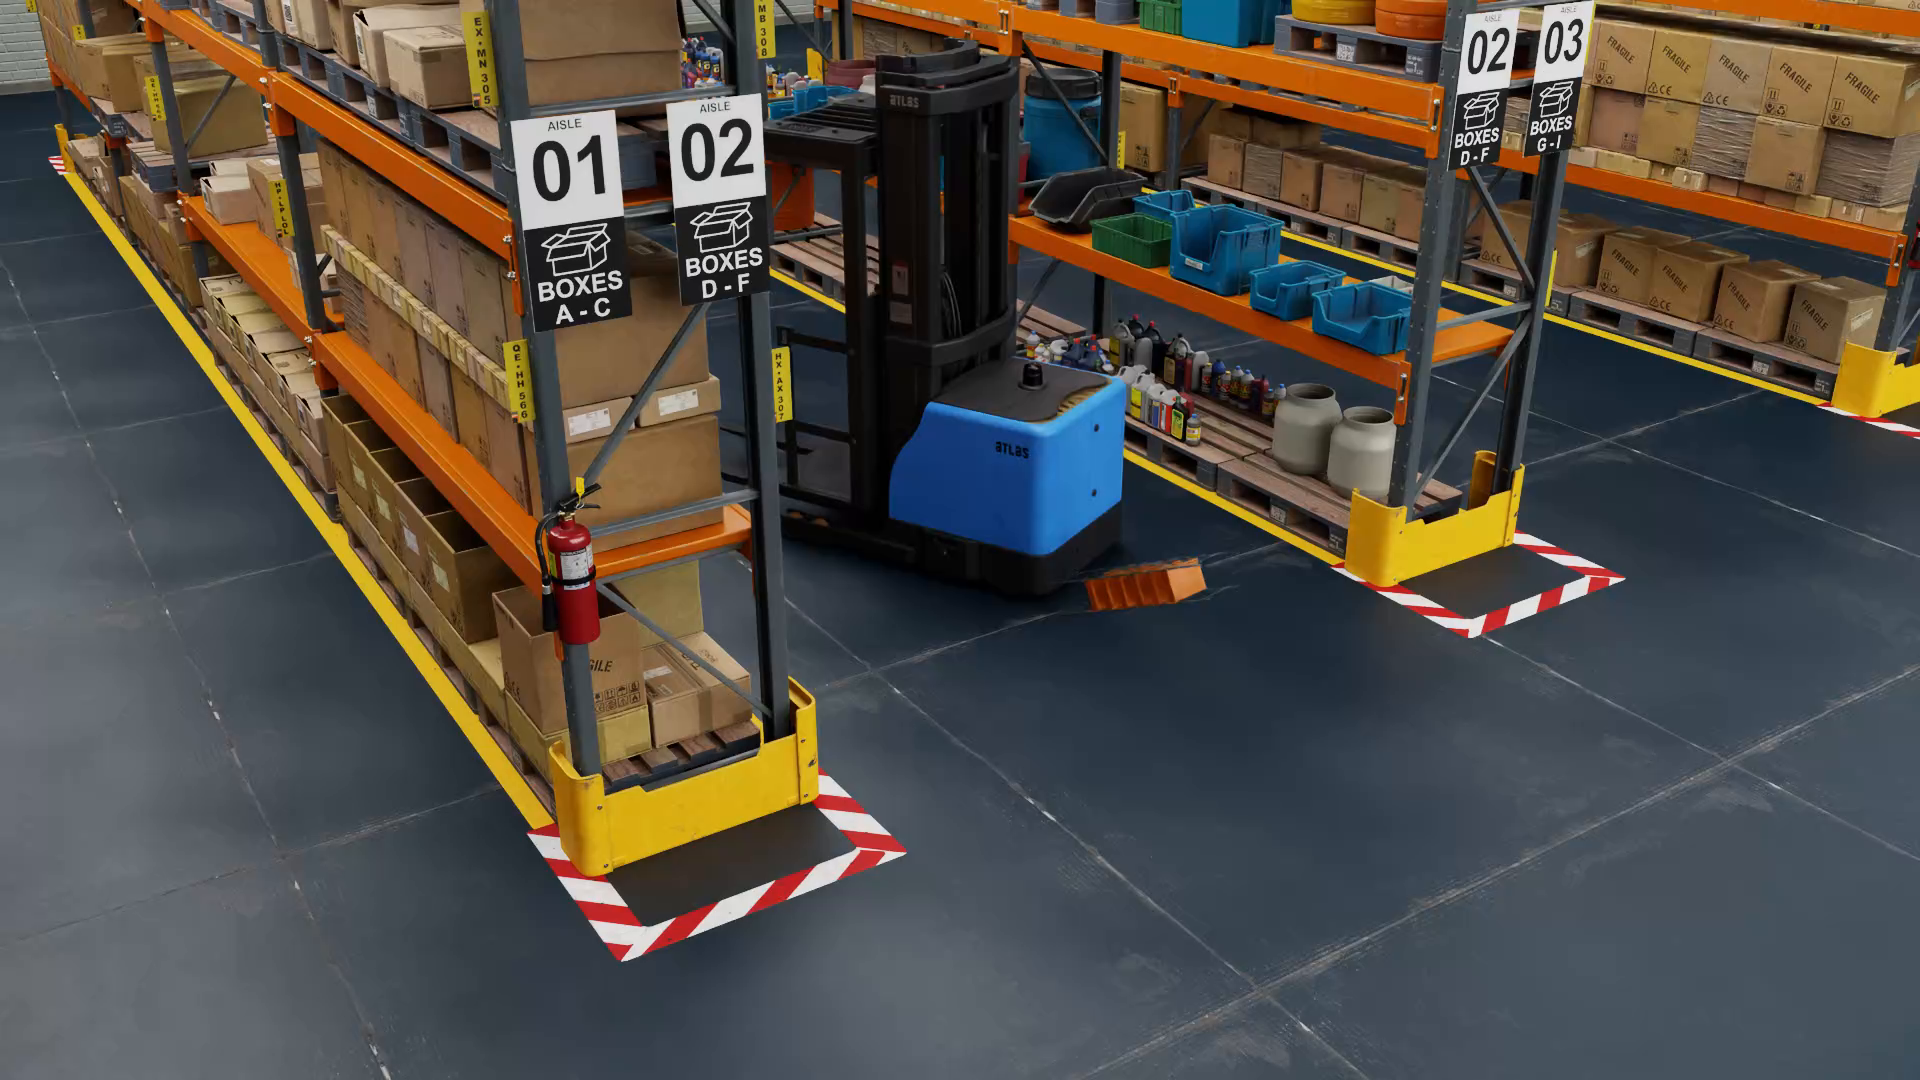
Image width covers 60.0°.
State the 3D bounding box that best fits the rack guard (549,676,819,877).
[{"bbox_3d":[-1.214,1.040,7.461,1.175,0.500,0.348,-16,29,-30],"label":"rack guard"}]

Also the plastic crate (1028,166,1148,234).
[{"bbox_3d":[0.920,-2.438,11.972,0.767,0.338,0.504,-16,29,-30],"label":"plastic crate"}]

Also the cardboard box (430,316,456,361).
[{"bbox_3d":[-2.304,-0.992,7.961,0.380,0.149,0.250,-15,29,-28],"label":"cardboard box"}]

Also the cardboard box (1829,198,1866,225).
[{"bbox_3d":[6.610,-2.436,12.190,0.380,0.149,0.250,-16,29,-30],"label":"cardboard box"}]

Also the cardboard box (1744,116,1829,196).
[{"bbox_3d":[6.424,-2.940,12.498,0.875,0.500,0.500,-16,29,-30],"label":"cardboard box"}]

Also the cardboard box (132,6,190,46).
[{"bbox_3d":[-7.800,-5.122,16.299,0.500,0.500,0.500,-15,29,-28],"label":"cardboard box"}]

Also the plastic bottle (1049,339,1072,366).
[{"bbox_3d":[0.747,-1.324,12.217,0.152,0.276,0.135,-14,29,-28],"label":"plastic bottle"}]

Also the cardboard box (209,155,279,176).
[{"bbox_3d":[-5.433,-2.780,12.729,0.500,0.311,0.500,-14,28,-26],"label":"cardboard box"}]

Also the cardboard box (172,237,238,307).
[{"bbox_3d":[-6.302,-2.309,14.039,0.500,0.500,0.500,-14,29,-28],"label":"cardboard box"}]

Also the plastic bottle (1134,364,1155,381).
[{"bbox_3d":[1.280,-1.088,11.717,0.152,0.276,0.135,-16,29,-30],"label":"plastic bottle"}]

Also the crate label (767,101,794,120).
[{"bbox_3d":[-1.526,-3.799,14.981,0.303,0.233,0.416,-16,29,-30],"label":"crate label"}]

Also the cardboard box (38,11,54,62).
[{"bbox_3d":[-9.940,-5.647,18.580,0.500,0.500,0.500,-15,29,-29],"label":"cardboard box"}]

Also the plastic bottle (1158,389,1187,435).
[{"bbox_3d":[1.440,-0.870,11.255,0.152,0.276,0.135,-15,29,-29],"label":"plastic bottle"}]

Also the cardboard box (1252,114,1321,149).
[{"bbox_3d":[3.396,-4.255,17.284,0.500,0.250,0.500,-12,28,-24],"label":"cardboard box"}]

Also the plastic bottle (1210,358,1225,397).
[{"bbox_3d":[1.844,-1.169,11.893,0.097,0.271,0.097,0,25,0],"label":"plastic bottle"}]

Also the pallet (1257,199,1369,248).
[{"bbox_3d":[3.795,-3.291,16.973,1.003,0.211,1.213,-16,29,-30],"label":"pallet"}]

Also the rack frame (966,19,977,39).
[{"bbox_3d":[0.524,-6.698,20.925,1.000,3.000,0.127,-16,29,-30],"label":"rack frame"}]

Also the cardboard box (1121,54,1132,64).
[{"bbox_3d":[1.963,-5.611,18.505,0.500,0.500,0.500,-16,30,-30],"label":"cardboard box"}]

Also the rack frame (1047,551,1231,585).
[{"bbox_3d":[0.936,0.156,8.912,0.240,0.006,1.200,-21,7,-37],"label":"rack frame"}]

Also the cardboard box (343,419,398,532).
[{"bbox_3d":[-3.141,-0.399,9.433,0.500,0.500,0.500,-16,29,-30],"label":"cardboard box"}]

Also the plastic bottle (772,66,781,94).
[{"bbox_3d":[-1.821,-4.597,16.611,0.061,0.283,0.133,-16,29,-30],"label":"plastic bottle"}]

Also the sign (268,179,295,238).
[{"bbox_3d":[-3.860,-1.887,9.471,0.100,0.325,0.005,-16,29,-30],"label":"sign"}]

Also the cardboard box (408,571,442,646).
[{"bbox_3d":[-2.597,0.298,8.834,0.500,0.250,0.500,-16,29,-30],"label":"cardboard box"}]

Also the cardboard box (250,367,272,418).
[{"bbox_3d":[-4.711,-1.103,11.802,0.500,0.250,0.500,-15,29,-29],"label":"cardboard box"}]

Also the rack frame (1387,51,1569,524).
[{"bbox_3d":[2.925,-1.252,9.388,1.000,3.000,0.127,-16,29,-30],"label":"rack frame"}]

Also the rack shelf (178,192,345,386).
[{"bbox_3d":[-4.503,-1.920,11.645,1.077,0.370,4.000,-16,29,-30],"label":"rack shelf"}]

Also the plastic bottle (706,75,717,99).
[{"bbox_3d":[-2.407,-4.368,16.139,0.097,0.271,0.097,0,25,0],"label":"plastic bottle"}]

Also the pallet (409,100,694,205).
[{"bbox_3d":[-1.592,-1.674,6.873,1.003,0.211,1.213,-16,29,-30],"label":"pallet"}]

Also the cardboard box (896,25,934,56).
[{"bbox_3d":[-0.261,-6.504,22.510,0.875,0.875,0.875,-16,29,-30],"label":"cardboard box"}]

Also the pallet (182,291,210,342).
[{"bbox_3d":[-5.970,-1.975,14.186,1.003,0.211,1.213,-16,29,-30],"label":"pallet"}]

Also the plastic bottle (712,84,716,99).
[{"bbox_3d":[-2.354,-4.301,16.080,0.097,0.201,0.097,0,25,0],"label":"plastic bottle"}]

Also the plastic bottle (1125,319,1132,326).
[{"bbox_3d":[1.280,-1.558,12.703,0.061,0.283,0.133,-14,29,-27],"label":"plastic bottle"}]

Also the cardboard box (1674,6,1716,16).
[{"bbox_3d":[8.268,-5.994,18.146,0.700,0.500,0.500,-15,29,-29],"label":"cardboard box"}]

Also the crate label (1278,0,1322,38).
[{"bbox_3d":[2.180,-3.287,10.361,0.502,0.251,0.408,-16,29,-30],"label":"crate label"}]

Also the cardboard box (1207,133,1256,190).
[{"bbox_3d":[3.090,-4.101,17.836,0.700,0.500,0.500,-17,30,-32],"label":"cardboard box"}]

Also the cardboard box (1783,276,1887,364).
[{"bbox_3d":[6.748,-1.693,12.758,0.500,0.500,0.500,-10,27,-20],"label":"cardboard box"}]

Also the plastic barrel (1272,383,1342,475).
[{"bbox_3d":[2.228,-0.714,10.670,0.421,0.512,0.421,0,25,0],"label":"plastic barrel"}]

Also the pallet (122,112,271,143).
[{"bbox_3d":[-6.660,-3.568,14.519,1.003,0.211,1.213,-16,29,-30],"label":"pallet"}]

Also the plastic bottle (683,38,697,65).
[{"bbox_3d":[-2.870,-5.169,17.744,0.144,0.351,0.185,-16,29,-30],"label":"plastic bottle"}]

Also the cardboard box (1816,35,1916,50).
[{"bbox_3d":[6.736,-3.479,12.468,0.500,0.500,0.500,-16,29,-30],"label":"cardboard box"}]

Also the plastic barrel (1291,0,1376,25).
[{"bbox_3d":[2.196,-3.261,9.419,0.600,0.588,0.600,0,25,0],"label":"plastic barrel"}]

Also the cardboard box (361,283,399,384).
[{"bbox_3d":[-2.870,-1.230,9.225,0.700,0.500,0.500,-16,30,-30],"label":"cardboard box"}]

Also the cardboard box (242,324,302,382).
[{"bbox_3d":[-4.703,-1.352,11.672,0.500,0.311,0.500,-16,30,-30],"label":"cardboard box"}]

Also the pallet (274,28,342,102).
[{"bbox_3d":[-2.924,-2.547,8.721,1.003,0.211,1.213,-16,29,-30],"label":"pallet"}]

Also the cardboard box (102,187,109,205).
[{"bbox_3d":[-8.582,-3.558,17.098,0.380,0.149,0.250,-16,29,-30],"label":"cardboard box"}]

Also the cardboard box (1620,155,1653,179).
[{"bbox_3d":[5.587,-3.043,13.476,0.380,0.149,0.250,-16,29,-30],"label":"cardboard box"}]

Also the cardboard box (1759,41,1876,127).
[{"bbox_3d":[6.290,-3.355,12.205,0.500,0.500,0.500,-16,29,-30],"label":"cardboard box"}]

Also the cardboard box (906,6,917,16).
[{"bbox_3d":[-0.479,-6.985,21.827,0.380,0.149,0.250,-15,29,-29],"label":"cardboard box"}]

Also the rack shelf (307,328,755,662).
[{"bbox_3d":[-2.319,-0.489,8.614,1.077,0.370,4.000,-16,29,-30],"label":"rack shelf"}]

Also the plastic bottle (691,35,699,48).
[{"bbox_3d":[-2.850,-5.269,17.956,0.144,0.351,0.185,-16,29,-30],"label":"plastic bottle"}]

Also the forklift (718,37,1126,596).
[{"bbox_3d":[-0.532,-1.465,9.920,3.031,2.935,1.130,15,29,29],"label":"forklift"}]

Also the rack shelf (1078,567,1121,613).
[{"bbox_3d":[0.792,0.273,9.146,0.258,0.180,0.103,-21,7,-37],"label":"rack shelf"}]

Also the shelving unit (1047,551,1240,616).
[{"bbox_3d":[0.962,0.243,8.920,0.258,0.189,1.200,-21,7,-37],"label":"shelving unit"}]

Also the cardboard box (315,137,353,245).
[{"bbox_3d":[-3.163,-2.004,9.345,0.700,0.500,0.500,-15,29,-29],"label":"cardboard box"}]

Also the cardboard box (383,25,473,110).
[{"bbox_3d":[-2.077,-1.991,6.960,0.500,0.250,0.500,-16,29,-30],"label":"cardboard box"}]

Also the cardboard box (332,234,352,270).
[{"bbox_3d":[-3.289,-1.637,9.327,0.380,0.149,0.250,-15,29,-29],"label":"cardboard box"}]

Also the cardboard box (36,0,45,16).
[{"bbox_3d":[-9.940,-6.099,18.367,0.500,0.500,0.500,-15,29,-28],"label":"cardboard box"}]

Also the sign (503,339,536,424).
[{"bbox_3d":[-1.690,-0.608,6.390,0.100,0.325,0.005,-16,29,-30],"label":"sign"}]

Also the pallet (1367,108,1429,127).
[{"bbox_3d":[4.596,-4.057,15.556,1.003,0.211,1.213,-16,29,-30],"label":"pallet"}]
